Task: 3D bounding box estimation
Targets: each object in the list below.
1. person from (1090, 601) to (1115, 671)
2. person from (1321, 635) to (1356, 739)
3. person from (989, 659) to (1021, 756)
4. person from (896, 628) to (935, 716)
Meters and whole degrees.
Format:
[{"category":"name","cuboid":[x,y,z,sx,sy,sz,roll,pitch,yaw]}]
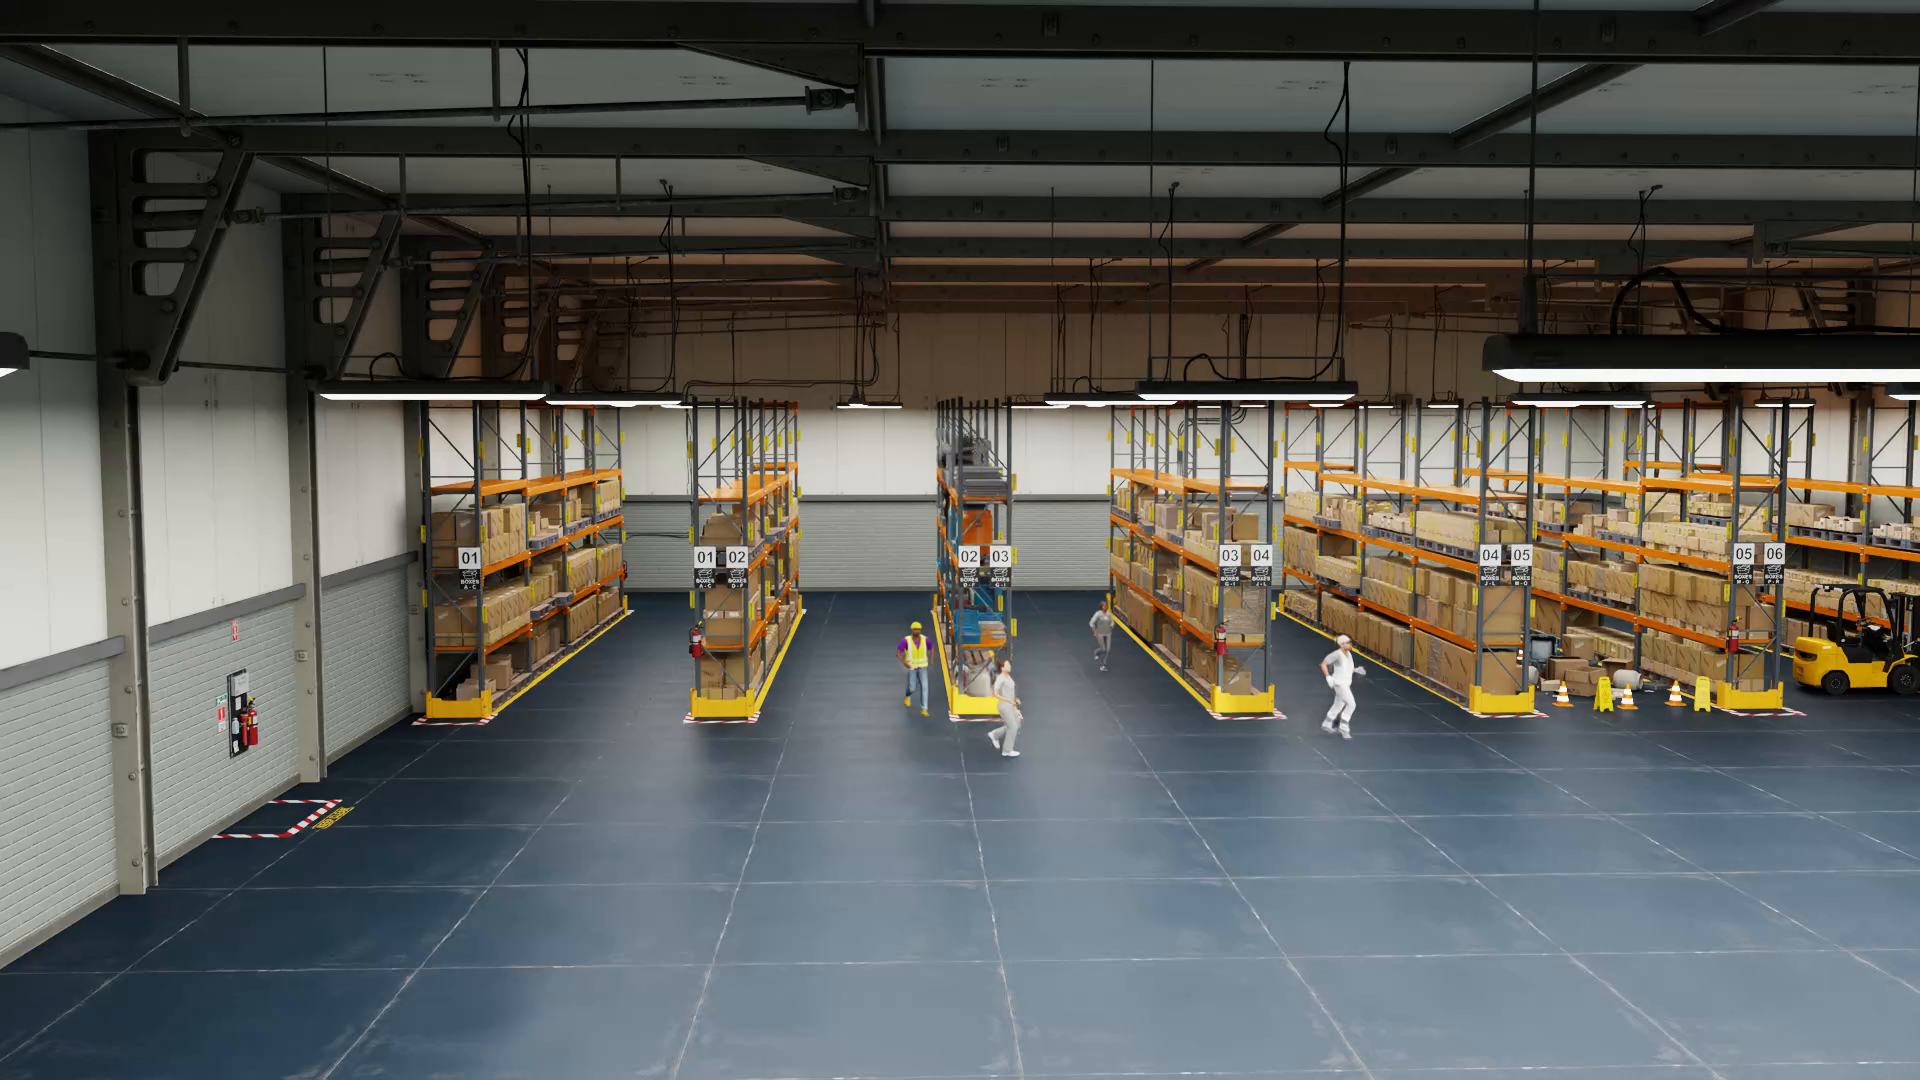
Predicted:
[{"category":"person","cuboid":[3.163,2.110,36.769,0.549,1.547,0.557,-1,5,-18]},{"category":"person","cuboid":[6.687,2.582,29.290,0.659,1.838,0.641,3,5,33]},{"category":"person","cuboid":[0.724,2.780,27.649,0.594,1.607,0.562,2,5,25]},{"category":"person","cuboid":[-0.834,2.445,31.571,0.751,1.733,0.785,-1,5,-15]}]
